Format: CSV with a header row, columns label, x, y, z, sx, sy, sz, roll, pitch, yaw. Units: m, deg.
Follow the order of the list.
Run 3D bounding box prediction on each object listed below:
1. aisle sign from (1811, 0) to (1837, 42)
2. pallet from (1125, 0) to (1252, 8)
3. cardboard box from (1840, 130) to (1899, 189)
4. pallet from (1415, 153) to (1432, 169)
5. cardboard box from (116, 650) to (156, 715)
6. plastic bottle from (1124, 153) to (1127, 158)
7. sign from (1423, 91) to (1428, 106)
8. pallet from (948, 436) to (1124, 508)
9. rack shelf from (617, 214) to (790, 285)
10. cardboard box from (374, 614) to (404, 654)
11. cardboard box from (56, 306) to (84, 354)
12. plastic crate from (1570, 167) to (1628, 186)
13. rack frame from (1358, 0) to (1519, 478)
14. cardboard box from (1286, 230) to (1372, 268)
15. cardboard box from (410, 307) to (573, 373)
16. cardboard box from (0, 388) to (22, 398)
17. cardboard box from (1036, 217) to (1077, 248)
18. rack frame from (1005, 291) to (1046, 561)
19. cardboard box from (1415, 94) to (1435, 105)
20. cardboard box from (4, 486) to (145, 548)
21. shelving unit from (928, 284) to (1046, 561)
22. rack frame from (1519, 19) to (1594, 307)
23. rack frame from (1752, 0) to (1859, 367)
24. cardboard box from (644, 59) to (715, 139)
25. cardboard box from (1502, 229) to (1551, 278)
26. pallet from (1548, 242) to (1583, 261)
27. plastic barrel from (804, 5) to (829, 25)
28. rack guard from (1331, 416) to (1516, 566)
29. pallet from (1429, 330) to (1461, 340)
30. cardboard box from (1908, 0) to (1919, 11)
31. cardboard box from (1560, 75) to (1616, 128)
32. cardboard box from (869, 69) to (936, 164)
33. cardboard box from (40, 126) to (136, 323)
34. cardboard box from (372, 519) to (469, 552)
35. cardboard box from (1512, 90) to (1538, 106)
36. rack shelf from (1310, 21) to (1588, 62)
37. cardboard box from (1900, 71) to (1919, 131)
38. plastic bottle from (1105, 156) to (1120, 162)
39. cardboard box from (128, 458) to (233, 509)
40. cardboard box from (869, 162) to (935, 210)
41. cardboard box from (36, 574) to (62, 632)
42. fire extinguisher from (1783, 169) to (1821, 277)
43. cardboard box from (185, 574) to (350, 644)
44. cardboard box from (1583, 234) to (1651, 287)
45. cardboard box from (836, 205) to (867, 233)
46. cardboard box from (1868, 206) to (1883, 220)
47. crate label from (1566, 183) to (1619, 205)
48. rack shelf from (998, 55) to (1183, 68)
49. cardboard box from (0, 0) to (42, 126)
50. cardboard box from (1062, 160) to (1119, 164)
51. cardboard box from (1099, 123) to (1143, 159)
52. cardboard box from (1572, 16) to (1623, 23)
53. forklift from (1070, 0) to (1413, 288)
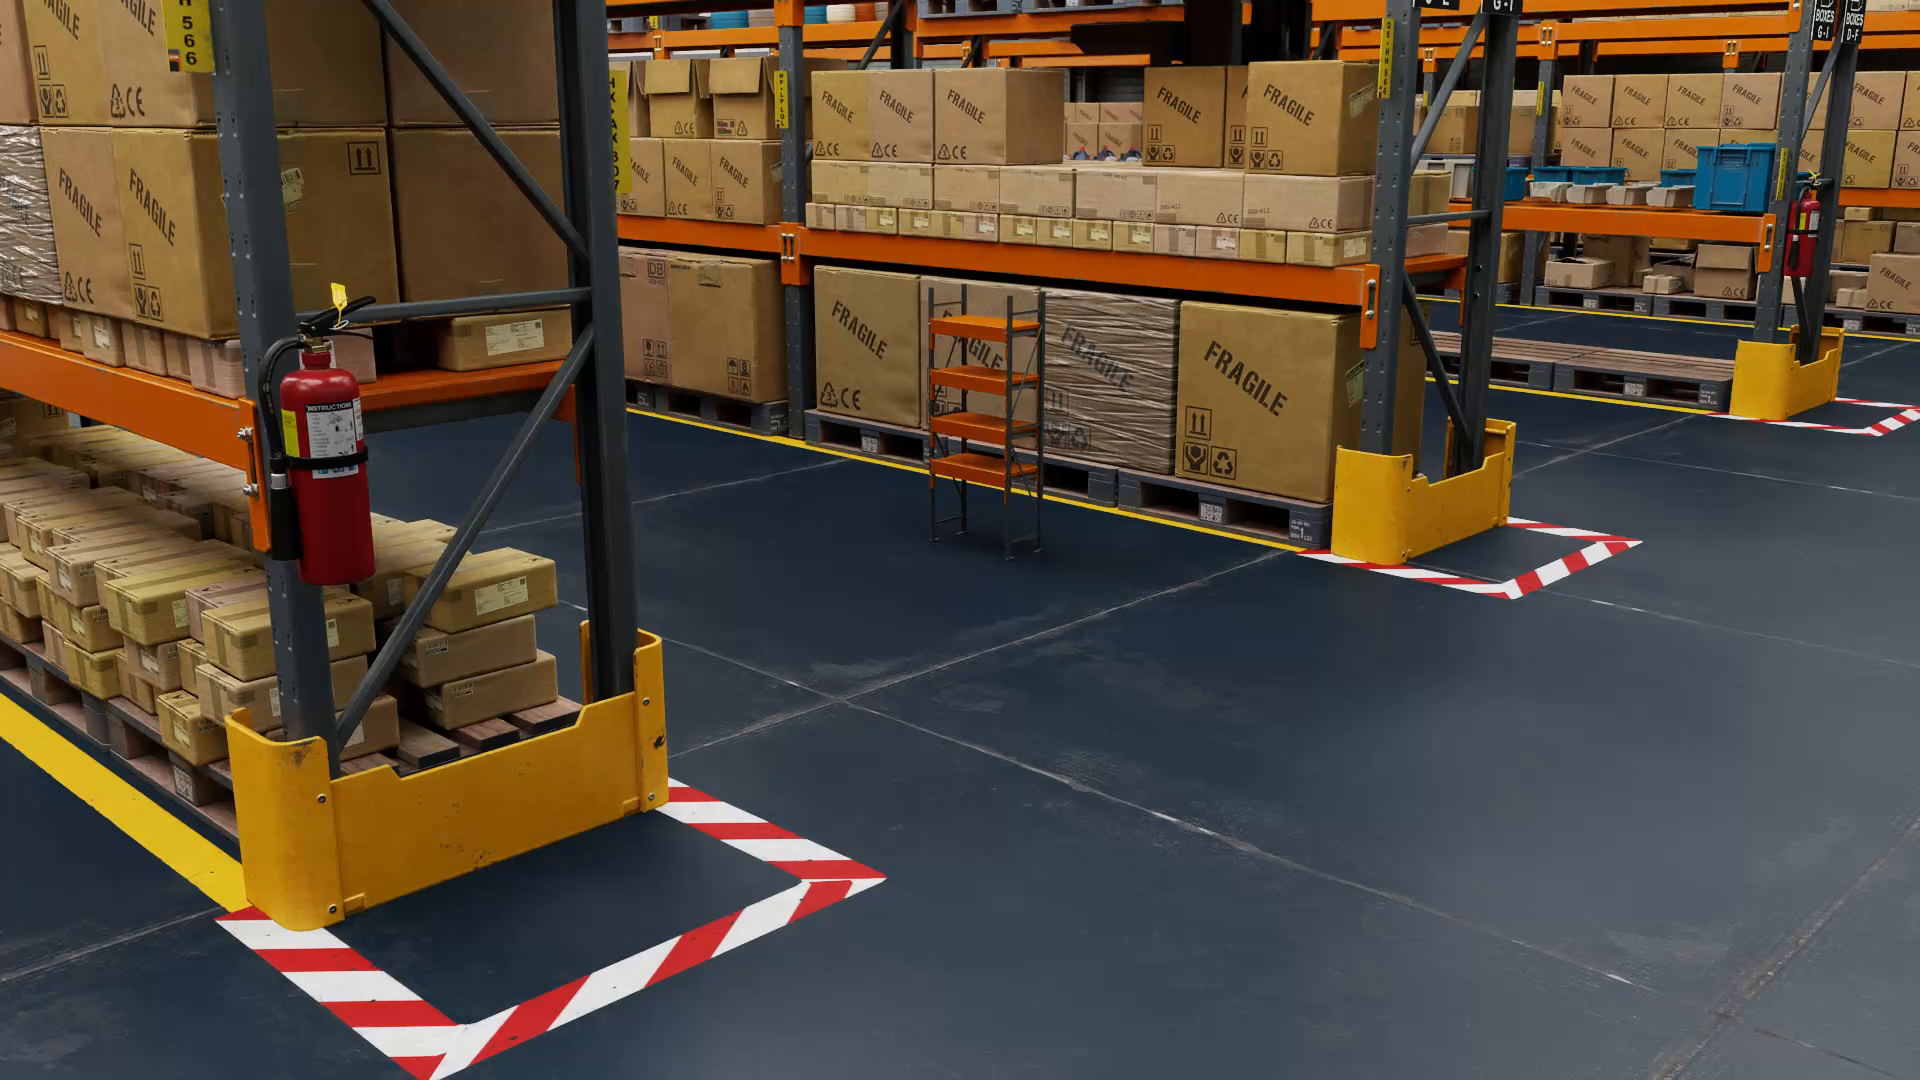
label,x,y,z,sx,sy,sz,roll,pitch,yaw
aisle sign,5.487,-3.560,10.490,0.004,0.787,0.394,14,20,42
pallet,2.127,-4.547,13.861,1.003,0.211,1.213,14,20,42
cardboard box,8.192,-3.434,14.963,0.500,0.500,0.500,14,20,43
pallet,4.724,-4.234,18.613,1.213,0.211,1.003,14,20,42
cardboard box,-2.411,0.407,5.244,0.250,0.149,0.380,14,20,43
plastic bottle,1.519,-3.462,15.502,0.133,0.283,0.061,14,20,42
sign,6.386,-5.988,22.825,0.005,0.325,0.100,14,20,42
pallet,0.697,-0.459,9.273,1.213,0.211,1.003,14,20,42
rack shelf,-2.118,-2.171,11.741,4.000,0.370,1.077,14,20,42
cardboard box,-1.671,0.250,5.256,0.250,0.149,0.380,14,20,42
cardboard box,-2.458,-0.654,4.990,0.250,0.149,0.380,13,19,40
plastic crate,4.742,-2.649,12.363,0.300,0.233,0.416,14,20,42
rack frame,2.201,-1.469,7.620,0.127,3.000,1.000,14,20,42
cardboard box,1.716,-1.350,7.661,0.380,0.149,0.250,-14,20,-43
cardboard box,-1.320,-0.581,4.710,0.250,0.149,0.380,13,20,42
cardboard box,-4.543,-0.820,7.767,0.500,0.250,0.500,13,19,40
cardboard box,0.616,-1.617,8.688,0.380,0.149,0.250,-14,20,-43
rack frame,0.295,-0.509,7.506,0.015,1.200,0.240,14,20,42
cardboard box,6.487,-6.196,23.406,0.250,0.149,0.380,11,18,35
cardboard box,-3.133,-0.072,5.901,0.250,0.149,0.380,13,19,40
shelving unit,0.119,-0.552,7.670,0.503,1.200,0.258,14,20,42
rack frame,6.200,-3.966,17.205,0.127,3.000,1.000,14,20,42
rack frame,5.639,-2.368,11.070,0.127,3.000,1.000,14,20,42
cardboard box,-1.630,-2.935,11.060,0.637,0.503,0.797,14,20,43
cardboard box,6.021,-3.098,17.959,0.500,0.500,0.500,13,19,40
pallet,8.146,-3.852,22.295,1.213,0.211,1.003,14,20,42
plastic barrel,-1.541,-5.883,17.620,0.708,0.901,0.600,14,20,42
rack guard,2.218,-0.255,7.919,0.348,0.500,1.175,14,20,42
pallet,3.316,-1.597,13.642,1.213,0.211,1.003,14,20,42
cardboard box,8.527,-4.687,14.320,0.500,0.250,0.500,14,20,42
cardboard box,6.344,-4.365,16.554,0.500,0.500,0.500,-14,20,-43
cardboard box,-0.162,-2.385,9.357,0.500,0.500,0.500,14,20,42
cardboard box,-2.184,-0.901,4.655,0.500,0.500,0.500,13,20,41
cardboard box,-1.830,0.055,5.412,0.250,0.149,0.380,14,20,42
cardboard box,7.654,-5.824,22.020,0.500,0.250,0.500,14,20,43
rack shelf,4.760,-5.420,18.261,4.000,0.370,1.077,14,20,42
cardboard box,8.568,-3.826,14.487,0.500,0.500,0.500,13,20,42
plastic bottle,1.361,-3.234,14.642,0.135,0.276,0.152,14,20,42
cardboard box,-2.970,-0.213,6.441,0.250,0.149,0.380,12,19,40
cardboard box,-0.168,-2.022,9.452,0.500,0.250,0.500,14,20,42
cardboard box,-2.821,0.179,5.529,0.380,0.149,0.250,-13,20,-41
fire extinguisher,5.432,-2.041,10.709,0.183,0.674,0.296,14,20,42
cardboard box,-2.013,0.201,4.852,0.380,0.149,0.250,-14,20,-43
cardboard box,6.807,-2.921,17.280,0.500,0.500,0.500,14,20,42
cardboard box,-0.507,-1.889,9.731,0.250,0.149,0.380,13,19,40
cardboard box,10.889,-3.903,19.801,0.250,0.149,0.380,14,20,43
crate label,4.510,-2.477,11.892,0.243,0.136,0.396,14,20,42
rack shelf,2.437,-7.720,27.088,4.000,0.370,1.077,14,20,42
cardboard box,-2.562,-1.475,4.874,0.500,0.500,0.500,-13,20,-41
cardboard box,0.563,-2.031,9.486,0.500,0.250,0.500,-14,20,-43
cardboard box,2.101,-5.005,20.995,0.500,0.500,0.500,12,19,39
cardboard box,6.378,-5.215,16.347,0.500,0.250,0.500,14,20,42
forklift,1.375,-2.231,10.680,3.031,2.935,1.130,14,20,43
